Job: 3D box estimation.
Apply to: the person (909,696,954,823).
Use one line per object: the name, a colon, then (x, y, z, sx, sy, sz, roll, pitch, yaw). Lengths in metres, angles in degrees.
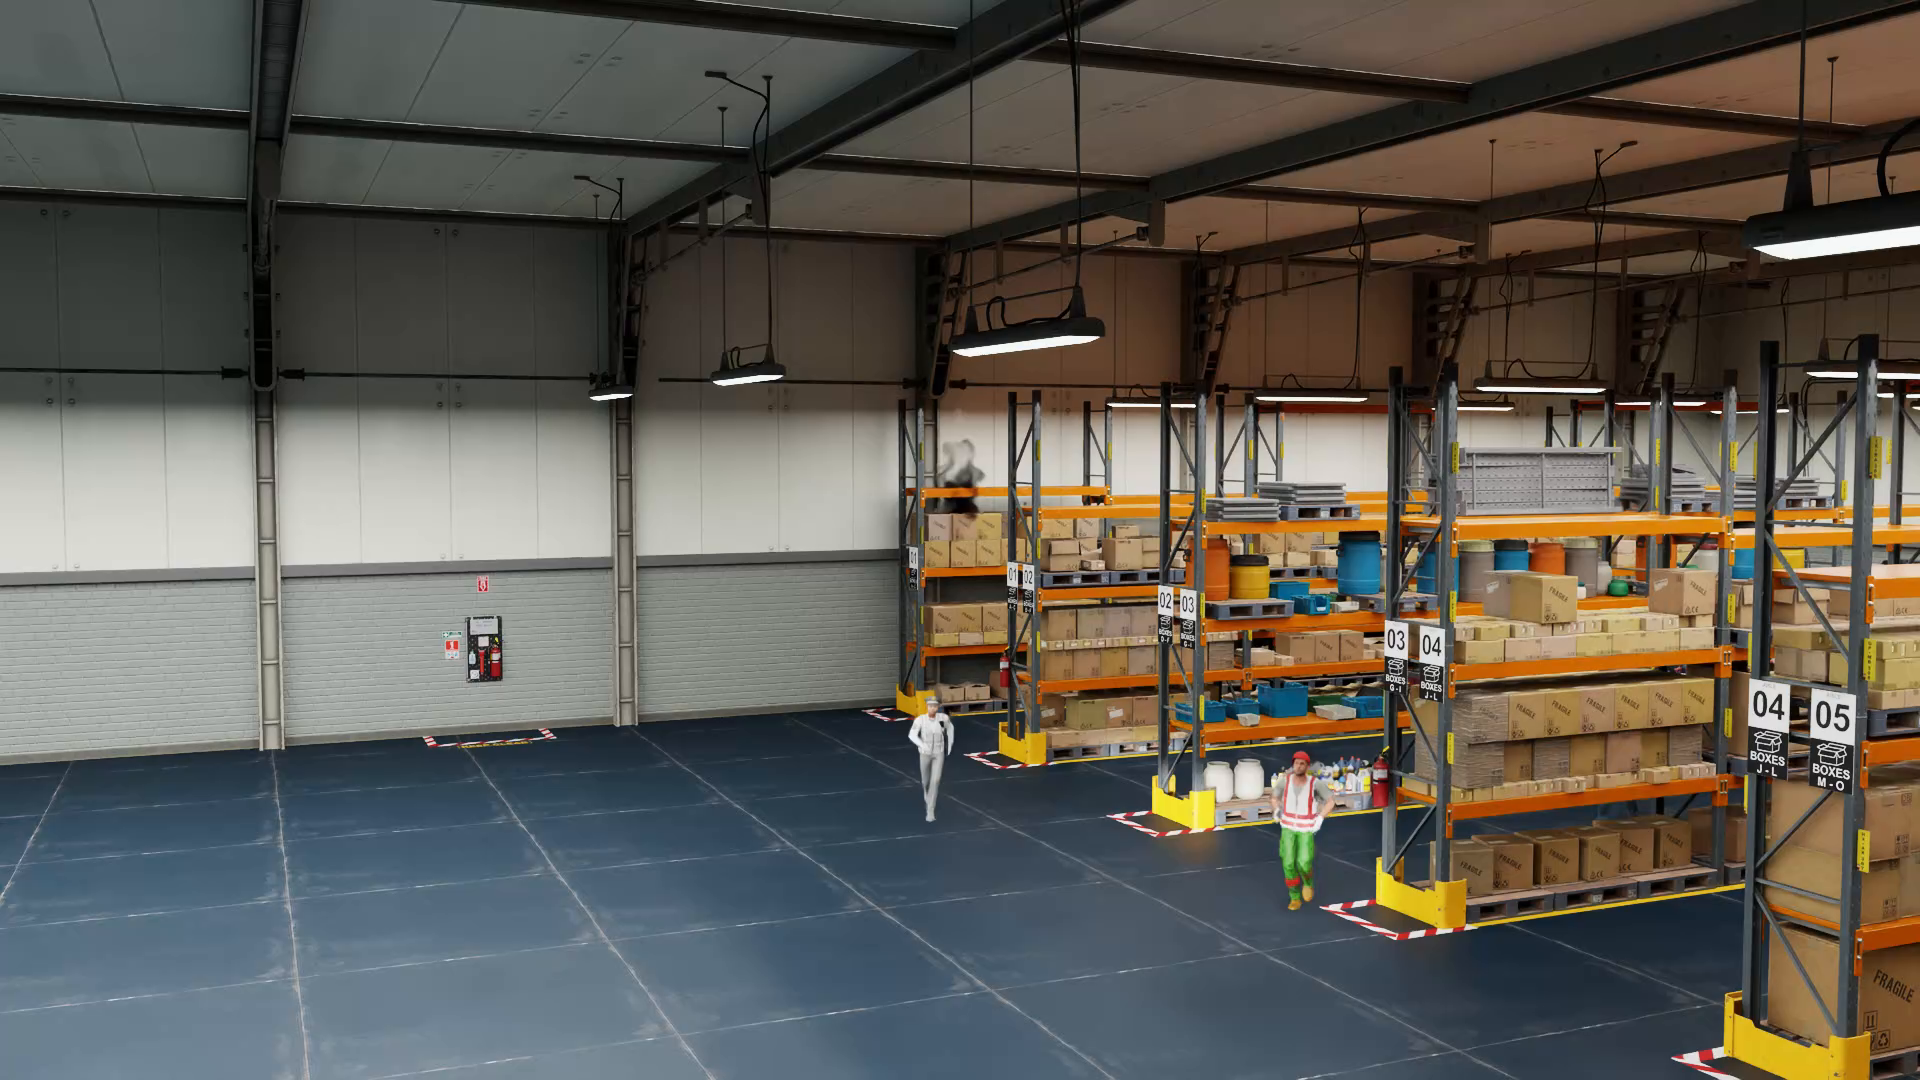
person: (-0.392, 2.977, 23.061, 0.638, 1.687, 0.971, 0, 3, -5)

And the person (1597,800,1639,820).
person: (8.761, 2.999, 22.077, 0.783, 1.833, 0.664, -2, 4, -28)

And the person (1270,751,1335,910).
person: (3.774, 3.225, 18.484, 0.705, 1.758, 0.602, 2, 4, 25)
